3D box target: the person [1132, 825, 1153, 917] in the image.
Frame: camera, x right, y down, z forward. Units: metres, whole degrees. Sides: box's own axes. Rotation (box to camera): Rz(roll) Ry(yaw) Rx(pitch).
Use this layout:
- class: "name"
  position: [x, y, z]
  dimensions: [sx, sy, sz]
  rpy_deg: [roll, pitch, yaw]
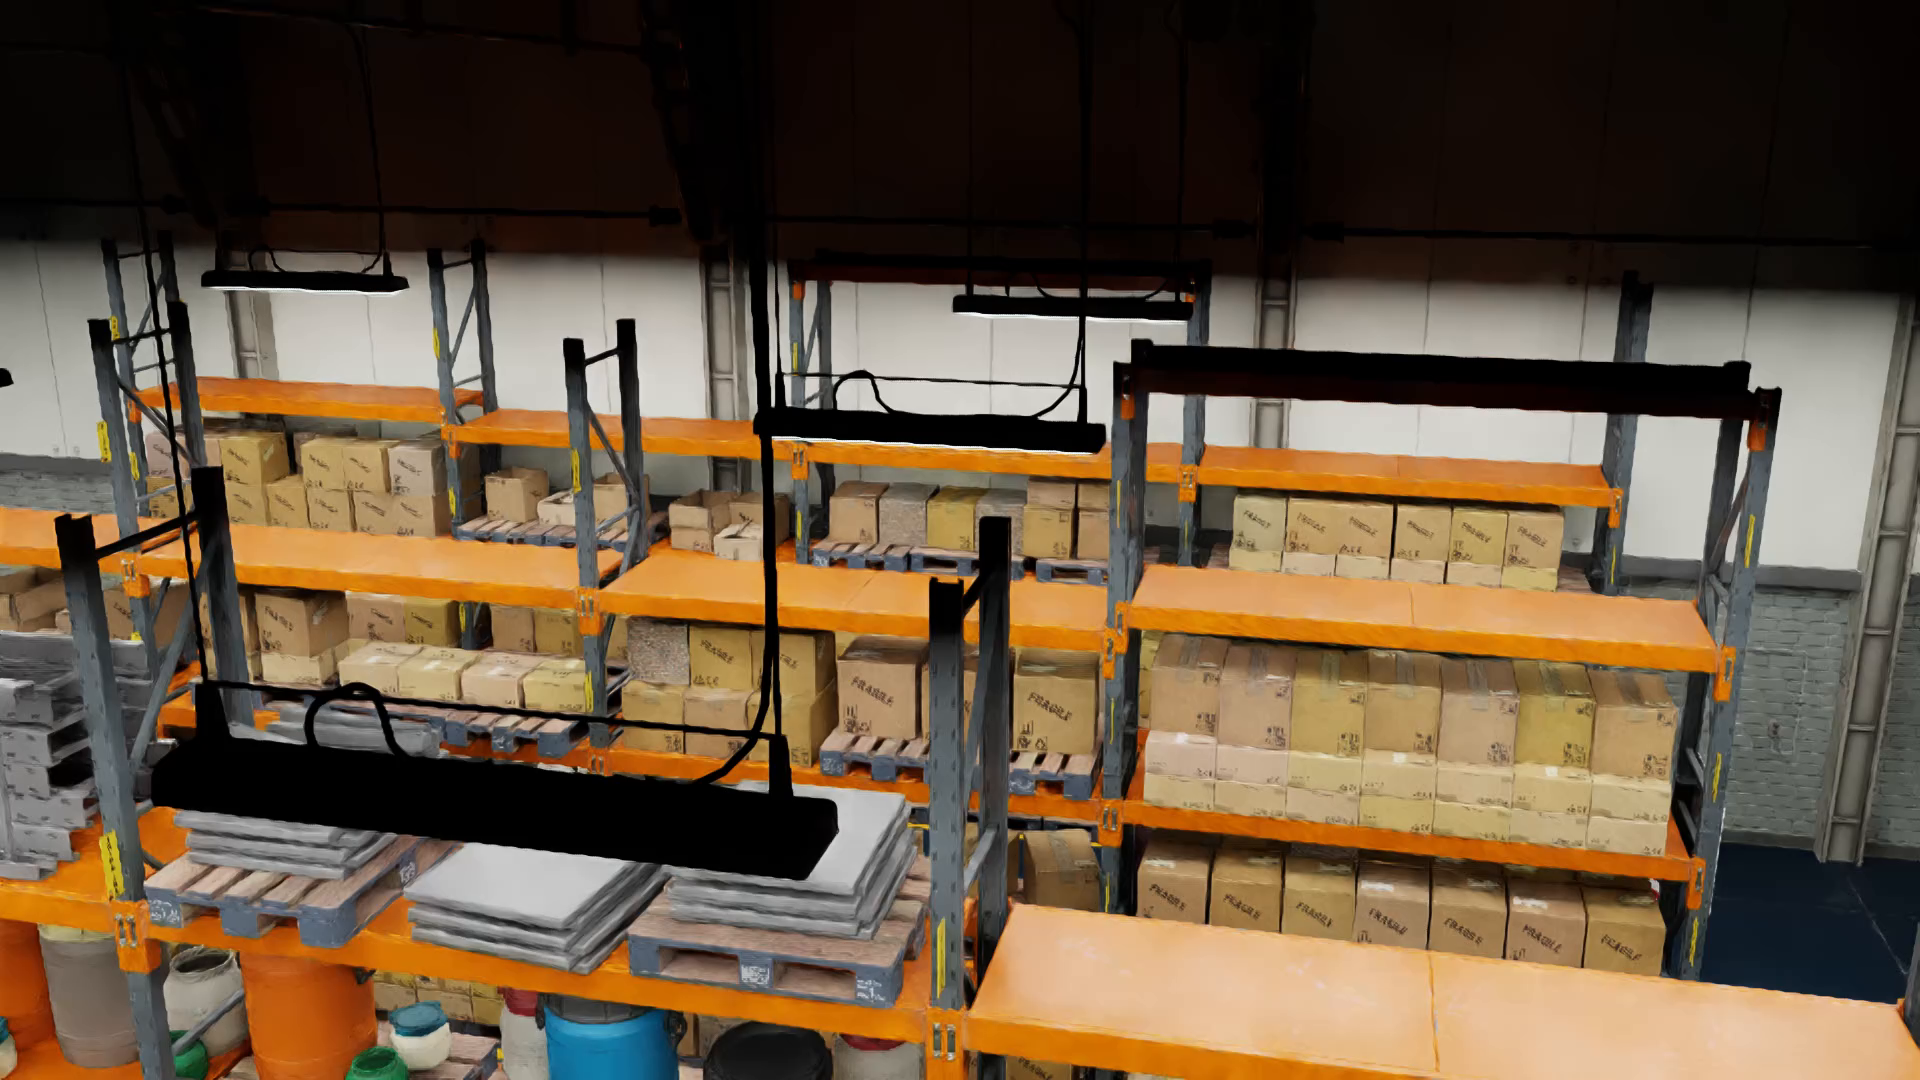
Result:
- class: "person"
  position: [1.666, 2.927, 15.298]
  dimensions: [0.546, 1.733, 0.729]
  rpy_deg: [3, 17, 11]

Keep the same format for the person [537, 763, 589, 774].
- class: "person"
  position: [-3.875, 2.638, 16.347]
  dimensions: [0.579, 1.673, 0.464]
  rpy_deg: [-5, 17, -15]
